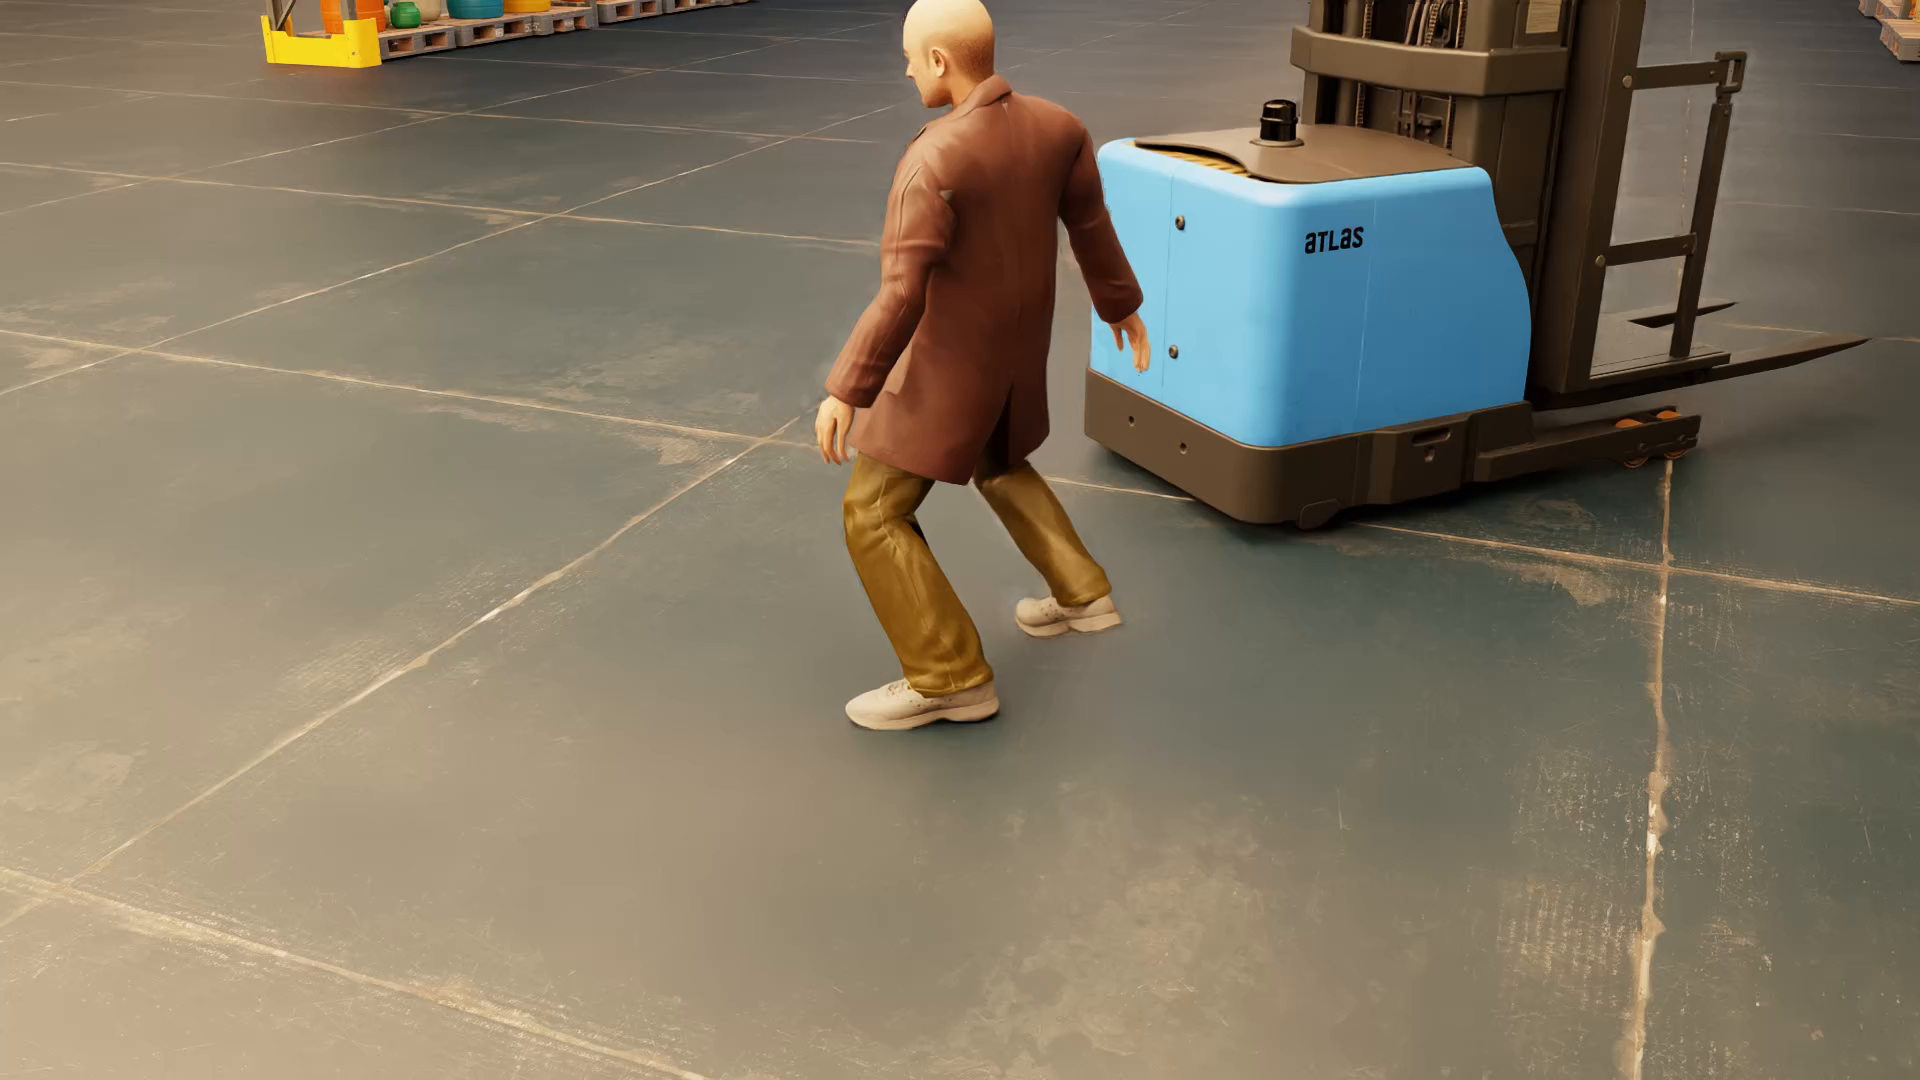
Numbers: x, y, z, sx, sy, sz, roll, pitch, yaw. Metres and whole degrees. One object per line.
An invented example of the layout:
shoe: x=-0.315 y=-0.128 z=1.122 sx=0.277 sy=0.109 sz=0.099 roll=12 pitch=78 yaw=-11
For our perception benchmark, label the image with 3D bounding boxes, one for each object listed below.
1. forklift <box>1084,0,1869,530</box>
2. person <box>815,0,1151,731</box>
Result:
forklift: x=1.982 y=-1.766 z=5.518 sx=3.031 sy=2.935 sz=1.130 roll=-11 pitch=25 yaw=-25
person: x=0.067 y=-0.446 z=3.993 sx=0.939 sy=1.687 sz=0.577 roll=-19 pitch=29 yaw=-38
